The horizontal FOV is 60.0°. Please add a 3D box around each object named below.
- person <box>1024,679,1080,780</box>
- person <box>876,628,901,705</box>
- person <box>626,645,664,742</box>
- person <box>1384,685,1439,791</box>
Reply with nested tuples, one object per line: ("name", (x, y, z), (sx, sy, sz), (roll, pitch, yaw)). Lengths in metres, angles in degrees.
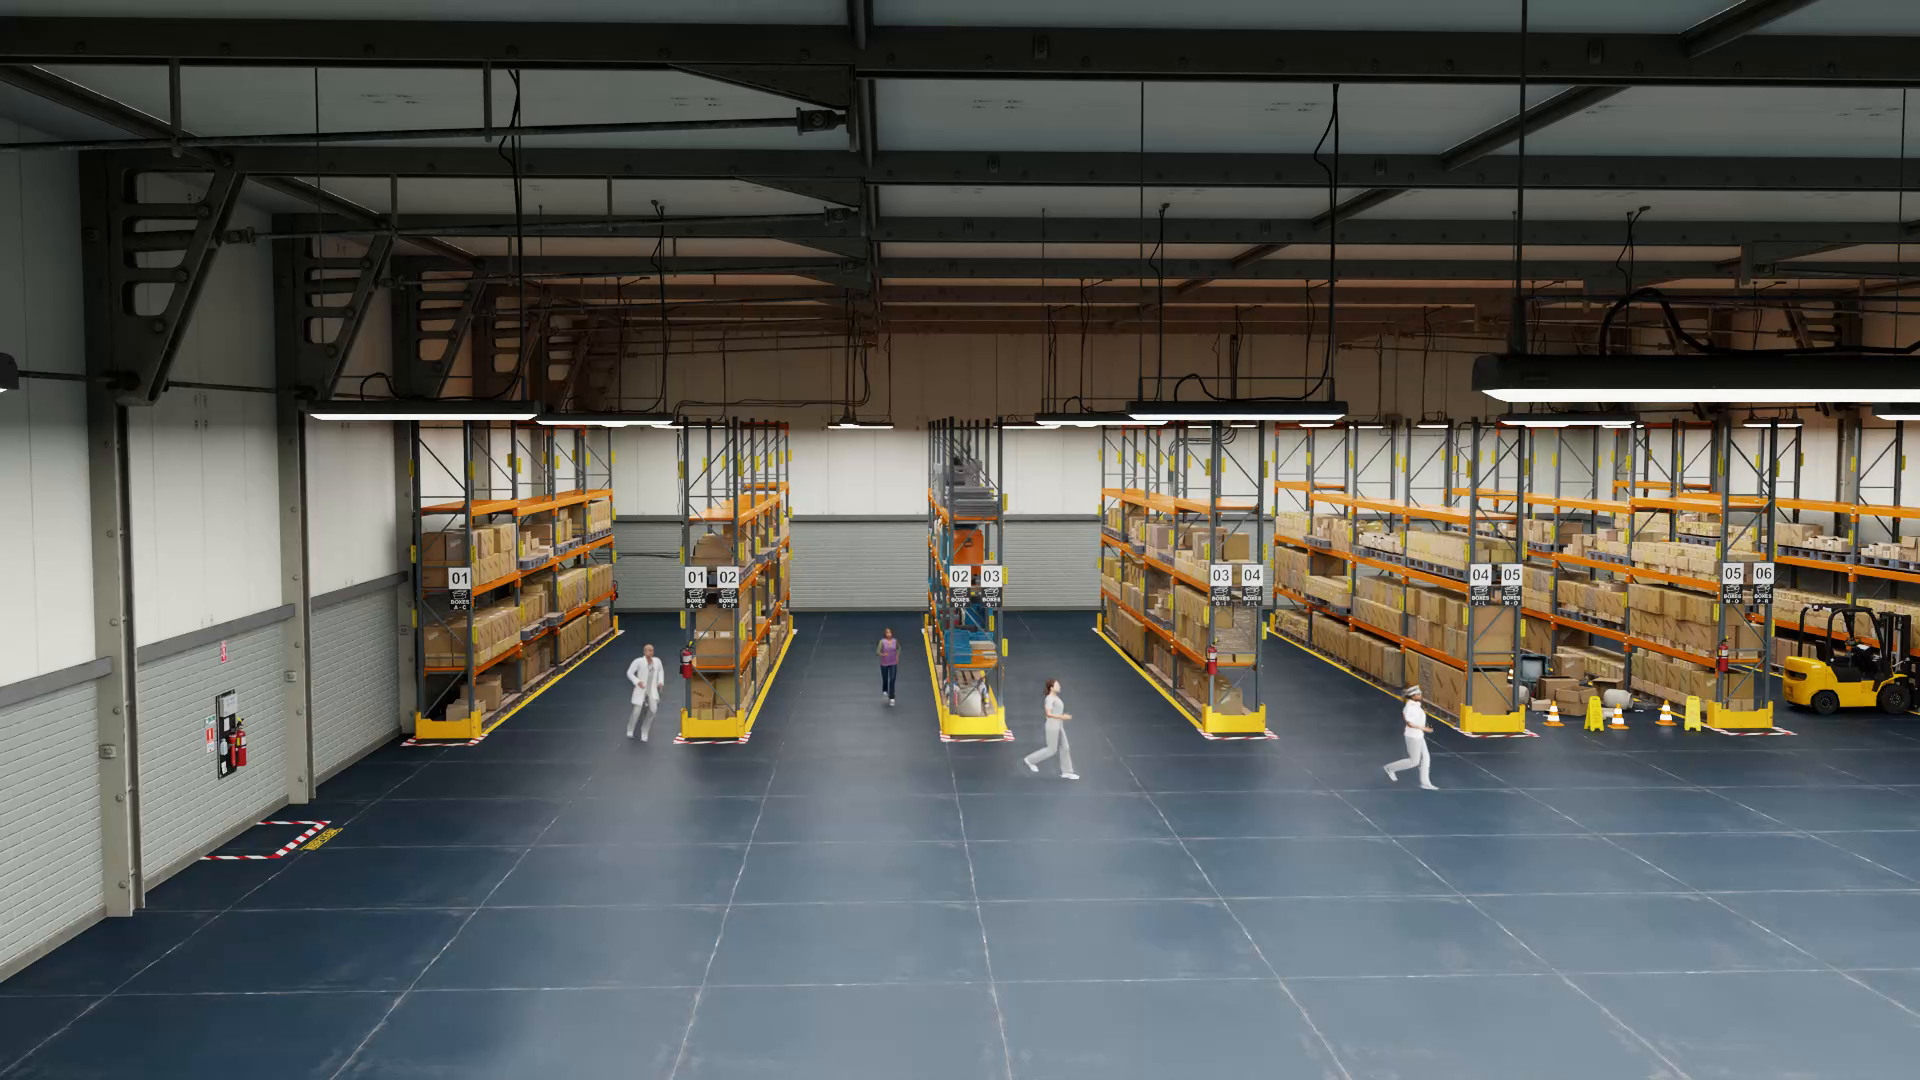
("person", (1.523, 3.099, 27.317), (0.935, 1.663, 0.568), (1, 4, 17))
("person", (-1.488, 2.621, 34.823), (0.545, 1.580, 0.873), (-1, 4, -10))
("person", (-5.846, 2.840, 31.007), (0.771, 1.789, 0.730), (-2, 4, -28))
("person", (7.193, 3.145, 26.582), (0.777, 1.683, 0.579), (1, 4, 22))
